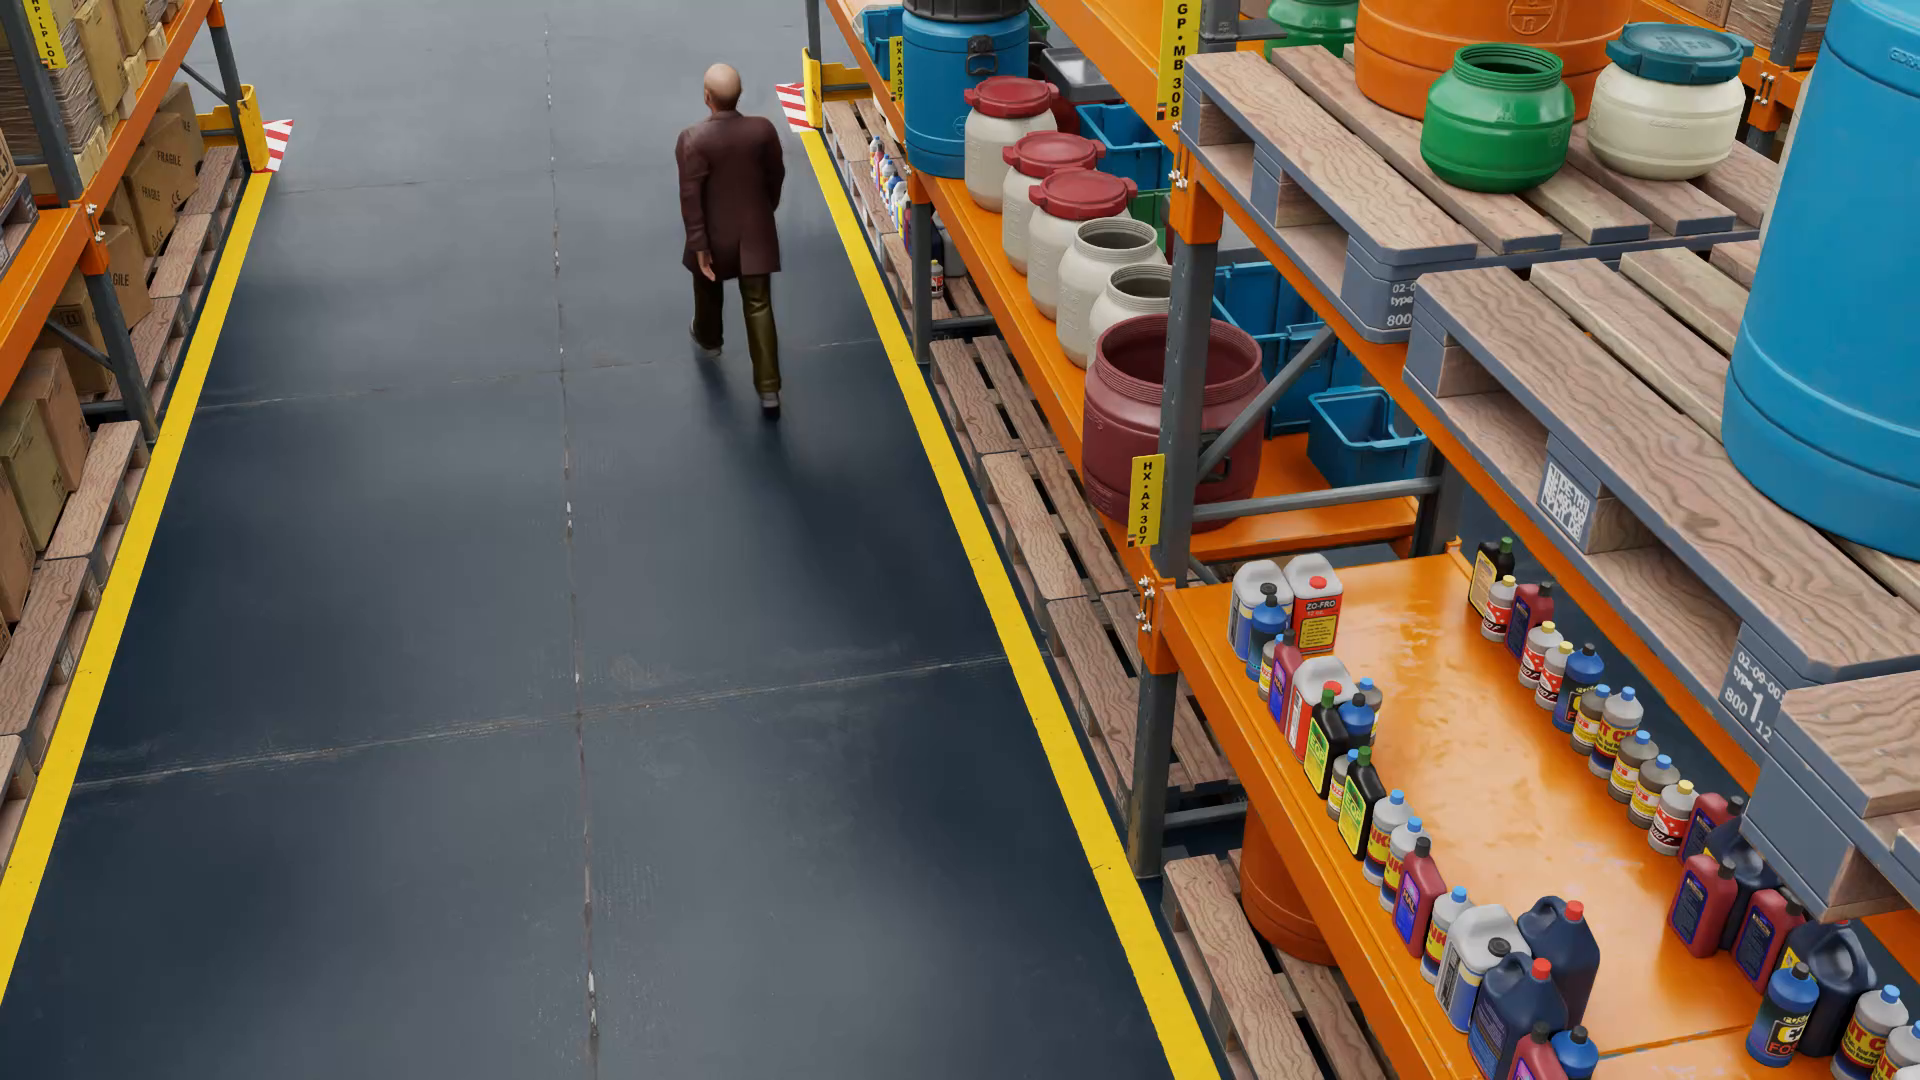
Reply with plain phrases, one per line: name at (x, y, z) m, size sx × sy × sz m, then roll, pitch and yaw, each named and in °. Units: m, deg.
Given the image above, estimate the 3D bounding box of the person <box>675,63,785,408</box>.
person at (-1.178, -1.641, 8.579) m, size 0.574 × 1.717 × 1.119 m, roll -11°, pitch 35°, yaw -16°
